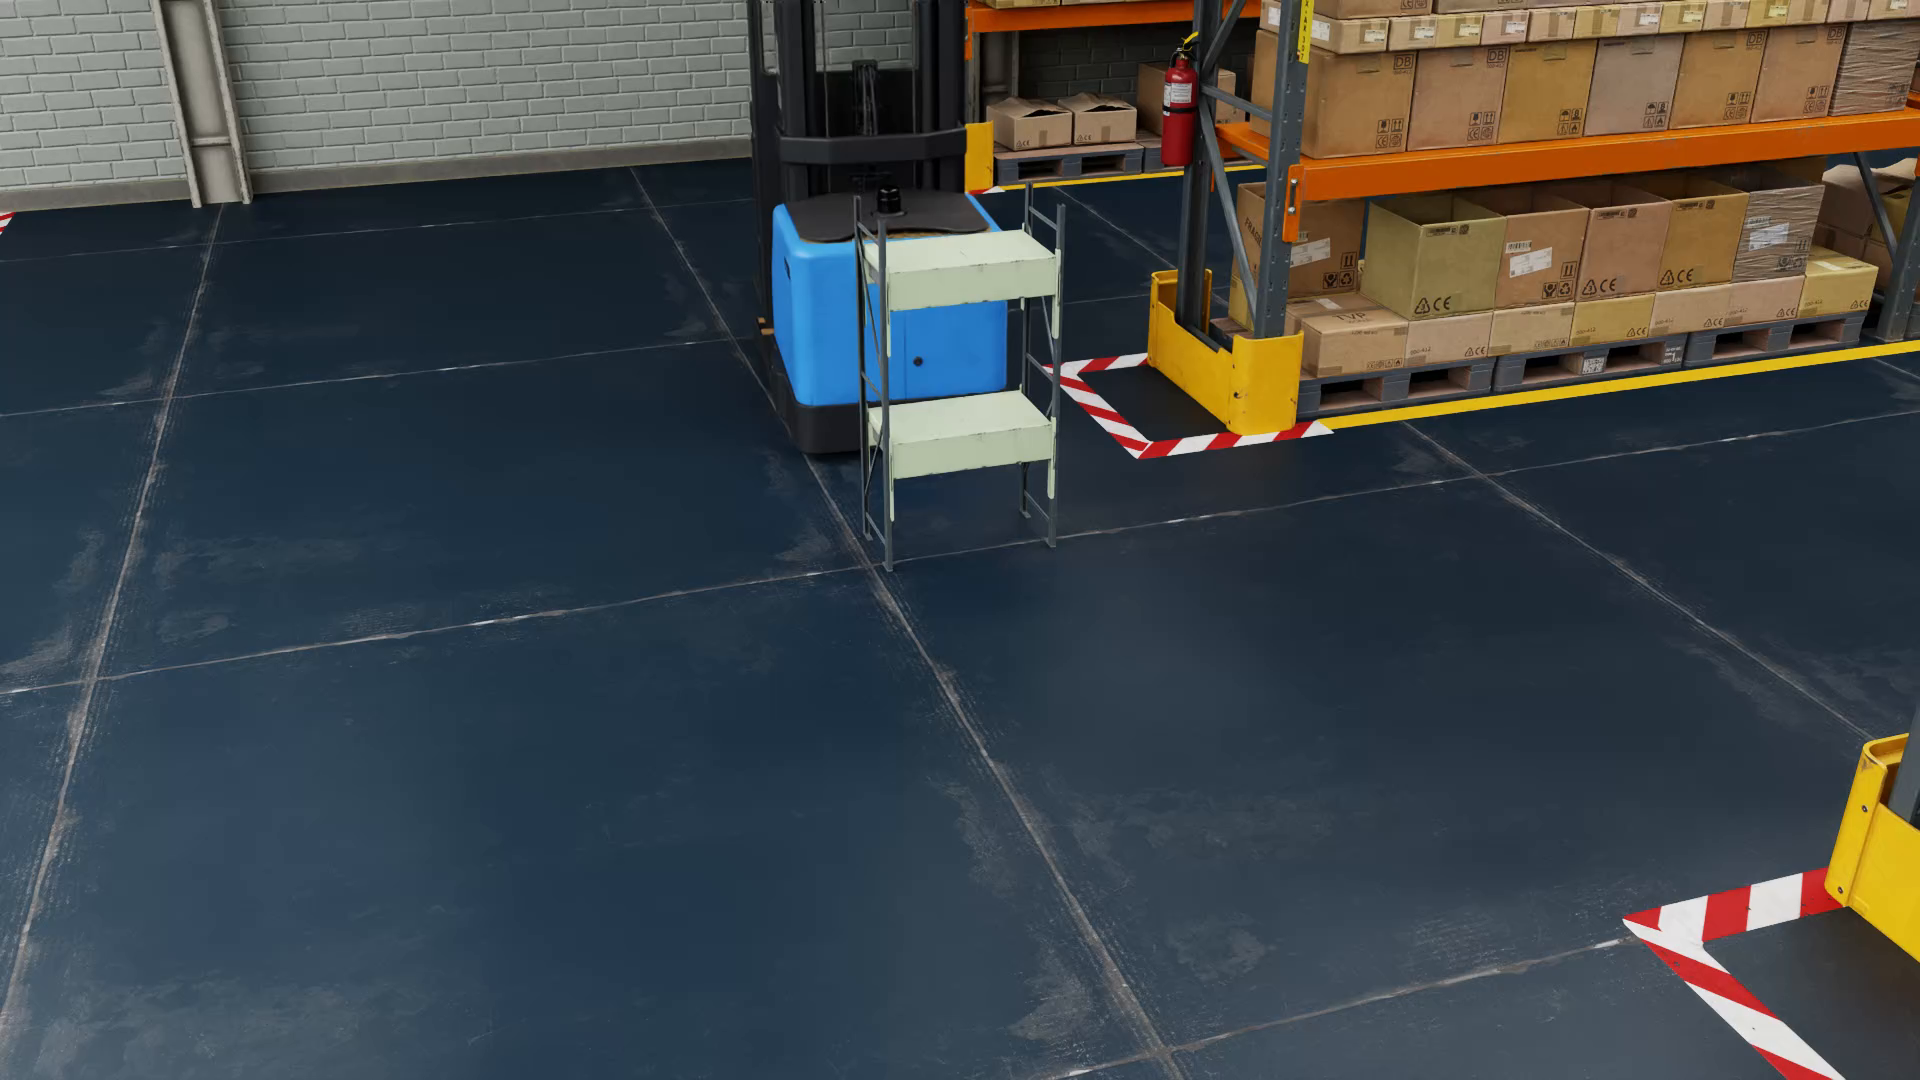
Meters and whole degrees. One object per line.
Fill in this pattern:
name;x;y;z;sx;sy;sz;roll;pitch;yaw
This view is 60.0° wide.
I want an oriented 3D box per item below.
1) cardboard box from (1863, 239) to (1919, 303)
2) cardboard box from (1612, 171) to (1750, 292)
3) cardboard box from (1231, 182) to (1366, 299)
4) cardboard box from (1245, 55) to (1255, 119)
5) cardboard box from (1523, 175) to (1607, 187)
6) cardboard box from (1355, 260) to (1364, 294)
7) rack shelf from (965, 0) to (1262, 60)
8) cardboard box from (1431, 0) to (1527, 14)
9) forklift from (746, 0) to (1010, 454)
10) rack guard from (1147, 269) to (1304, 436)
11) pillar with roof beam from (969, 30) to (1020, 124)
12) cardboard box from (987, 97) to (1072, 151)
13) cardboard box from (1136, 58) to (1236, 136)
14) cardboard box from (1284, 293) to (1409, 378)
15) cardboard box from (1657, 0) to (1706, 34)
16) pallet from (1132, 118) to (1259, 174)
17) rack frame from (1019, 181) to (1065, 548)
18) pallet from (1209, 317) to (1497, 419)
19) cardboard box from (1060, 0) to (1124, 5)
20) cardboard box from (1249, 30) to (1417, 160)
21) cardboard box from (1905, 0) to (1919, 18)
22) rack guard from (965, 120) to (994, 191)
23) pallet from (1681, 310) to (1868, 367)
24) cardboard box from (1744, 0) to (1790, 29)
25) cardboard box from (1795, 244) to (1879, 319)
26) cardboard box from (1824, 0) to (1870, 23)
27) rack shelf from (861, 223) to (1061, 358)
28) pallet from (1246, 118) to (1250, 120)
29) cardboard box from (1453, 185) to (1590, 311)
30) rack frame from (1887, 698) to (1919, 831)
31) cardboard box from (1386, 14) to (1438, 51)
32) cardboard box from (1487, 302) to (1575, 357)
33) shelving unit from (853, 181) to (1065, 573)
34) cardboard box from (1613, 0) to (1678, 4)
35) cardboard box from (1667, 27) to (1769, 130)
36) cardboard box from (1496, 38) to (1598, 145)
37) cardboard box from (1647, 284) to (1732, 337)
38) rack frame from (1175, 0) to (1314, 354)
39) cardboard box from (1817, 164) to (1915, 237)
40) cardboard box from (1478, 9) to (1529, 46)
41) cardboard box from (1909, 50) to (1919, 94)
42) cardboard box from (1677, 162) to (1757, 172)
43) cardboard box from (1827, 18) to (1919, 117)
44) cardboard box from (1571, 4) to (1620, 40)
cardboard box;5.654;-1.589;9.697;0.500;0.250;0.500;-9;28;-17
cardboard box;3.867;-1.683;9.044;0.500;0.500;0.500;-8;28;-16
cardboard box;1.808;-1.623;8.922;0.500;0.500;0.500;-8;28;-16
cardboard box;2.681;-3.693;13.632;0.500;0.500;0.500;-10;28;-20
cardboard box;3.230;-1.835;9.349;0.500;0.500;0.500;-8;28;-16
cardboard box;2.280;-1.360;9.236;0.500;0.250;0.500;-8;28;-16
rack shelf;1.754;-4.178;13.101;4.000;0.370;1.077;-8;28;-16
cardboard box;2.387;-2.897;8.141;0.500;0.500;0.700;-9;28;-17
forklift;-0.567;-2.356;8.700;1.130;2.935;3.031;-5;27;-11
rack guard;1.367;-1.008;8.717;0.348;0.500;1.175;-8;28;-16
pillar with roof beam;1.583;-5.554;8.317;0.400;9.000;9.100;-8;28;-16
cardboard box;0.538;-3.274;13.001;0.500;0.311;0.500;-12;29;-22
cardboard box;1.793;-3.518;13.278;0.500;0.500;0.700;-10;28;-19
cardboard box;1.969;-1.067;8.646;0.500;0.250;0.500;-8;28;-16
cardboard box;3.542;-2.677;8.426;0.250;0.149;0.380;-7;27;-14
pallet;1.866;-3.249;13.558;1.213;0.211;1.003;-8;28;-16
rack frame;0.342;-0.721;7.016;0.023;1.500;0.400;-8;28;-16
pallet;2.104;-1.005;9.036;1.213;0.211;1.003;-8;28;-16
cardboard box;0.904;-4.177;12.436;0.500;0.250;0.500;-9;28;-18
cardboard box;1.838;-2.234;8.265;0.500;0.500;0.700;-8;28;-16
cardboard box;5.001;-2.889;8.853;0.250;0.149;0.380;-8;28;-16
rack guard;-0.075;-3.115;12.963;0.348;0.500;1.175;-8;28;-16
pallet;4.424;-1.341;9.713;1.213;0.211;1.003;-8;28;-16
cardboard box;4.033;-2.749;8.573;0.250;0.149;0.380;-8;28;-16
cardboard box;4.820;-1.482;9.481;0.500;0.250;0.500;-8;28;-16
cardboard box;4.517;-2.818;8.712;0.250;0.149;0.380;-9;28;-18
rack shelf;-0.006;-1.020;6.741;0.720;0.370;0.431;-8;28;-16
pallet;3.028;-3.419;13.899;1.213;0.211;1.003;-8;28;-16
cardboard box;2.915;-1.547;8.769;0.500;0.500;0.500;-8;28;-16
rack frame;2.921;-0.036;3.949;0.127;3.000;1.000;-8;28;-16
cardboard box;2.080;-2.466;8.003;0.250;0.149;0.380;-9;28;-17
cardboard box;2.919;-1.206;8.926;0.500;0.250;0.500;-8;28;-16
shelving unit;-0.006;-0.671;6.915;0.755;1.500;0.431;-8;28;-16
cardboard box;3.342;-3.036;8.421;0.500;0.500;0.700;-8;28;-16
cardboard box;3.796;-2.520;8.839;0.500;0.500;0.700;-8;27;-15
cardboard box;2.810;-2.374;8.547;0.500;0.500;0.700;-8;28;-16
cardboard box;3.871;-1.342;9.199;0.500;0.250;0.500;-8;28;-16
rack frame;1.390;-2.131;8.168;0.127;3.000;1.000;-8;28;-16
cardboard box;5.490;-2.066;10.028;0.500;0.311;0.500;-8;28;-16
cardboard box;2.558;-2.534;8.139;0.250;0.149;0.380;-9;28;-17
cardboard box;5.648;-2.700;9.485;0.500;0.250;0.500;-7;27;-13
cardboard box;4.183;-1.970;9.622;0.500;0.500;0.500;-8;28;-16
cardboard box;4.774;-2.662;9.127;0.500;0.500;0.700;-9;28;-17
cardboard box;3.054;-2.607;8.286;0.250;0.149;0.380;-9;28;-17
